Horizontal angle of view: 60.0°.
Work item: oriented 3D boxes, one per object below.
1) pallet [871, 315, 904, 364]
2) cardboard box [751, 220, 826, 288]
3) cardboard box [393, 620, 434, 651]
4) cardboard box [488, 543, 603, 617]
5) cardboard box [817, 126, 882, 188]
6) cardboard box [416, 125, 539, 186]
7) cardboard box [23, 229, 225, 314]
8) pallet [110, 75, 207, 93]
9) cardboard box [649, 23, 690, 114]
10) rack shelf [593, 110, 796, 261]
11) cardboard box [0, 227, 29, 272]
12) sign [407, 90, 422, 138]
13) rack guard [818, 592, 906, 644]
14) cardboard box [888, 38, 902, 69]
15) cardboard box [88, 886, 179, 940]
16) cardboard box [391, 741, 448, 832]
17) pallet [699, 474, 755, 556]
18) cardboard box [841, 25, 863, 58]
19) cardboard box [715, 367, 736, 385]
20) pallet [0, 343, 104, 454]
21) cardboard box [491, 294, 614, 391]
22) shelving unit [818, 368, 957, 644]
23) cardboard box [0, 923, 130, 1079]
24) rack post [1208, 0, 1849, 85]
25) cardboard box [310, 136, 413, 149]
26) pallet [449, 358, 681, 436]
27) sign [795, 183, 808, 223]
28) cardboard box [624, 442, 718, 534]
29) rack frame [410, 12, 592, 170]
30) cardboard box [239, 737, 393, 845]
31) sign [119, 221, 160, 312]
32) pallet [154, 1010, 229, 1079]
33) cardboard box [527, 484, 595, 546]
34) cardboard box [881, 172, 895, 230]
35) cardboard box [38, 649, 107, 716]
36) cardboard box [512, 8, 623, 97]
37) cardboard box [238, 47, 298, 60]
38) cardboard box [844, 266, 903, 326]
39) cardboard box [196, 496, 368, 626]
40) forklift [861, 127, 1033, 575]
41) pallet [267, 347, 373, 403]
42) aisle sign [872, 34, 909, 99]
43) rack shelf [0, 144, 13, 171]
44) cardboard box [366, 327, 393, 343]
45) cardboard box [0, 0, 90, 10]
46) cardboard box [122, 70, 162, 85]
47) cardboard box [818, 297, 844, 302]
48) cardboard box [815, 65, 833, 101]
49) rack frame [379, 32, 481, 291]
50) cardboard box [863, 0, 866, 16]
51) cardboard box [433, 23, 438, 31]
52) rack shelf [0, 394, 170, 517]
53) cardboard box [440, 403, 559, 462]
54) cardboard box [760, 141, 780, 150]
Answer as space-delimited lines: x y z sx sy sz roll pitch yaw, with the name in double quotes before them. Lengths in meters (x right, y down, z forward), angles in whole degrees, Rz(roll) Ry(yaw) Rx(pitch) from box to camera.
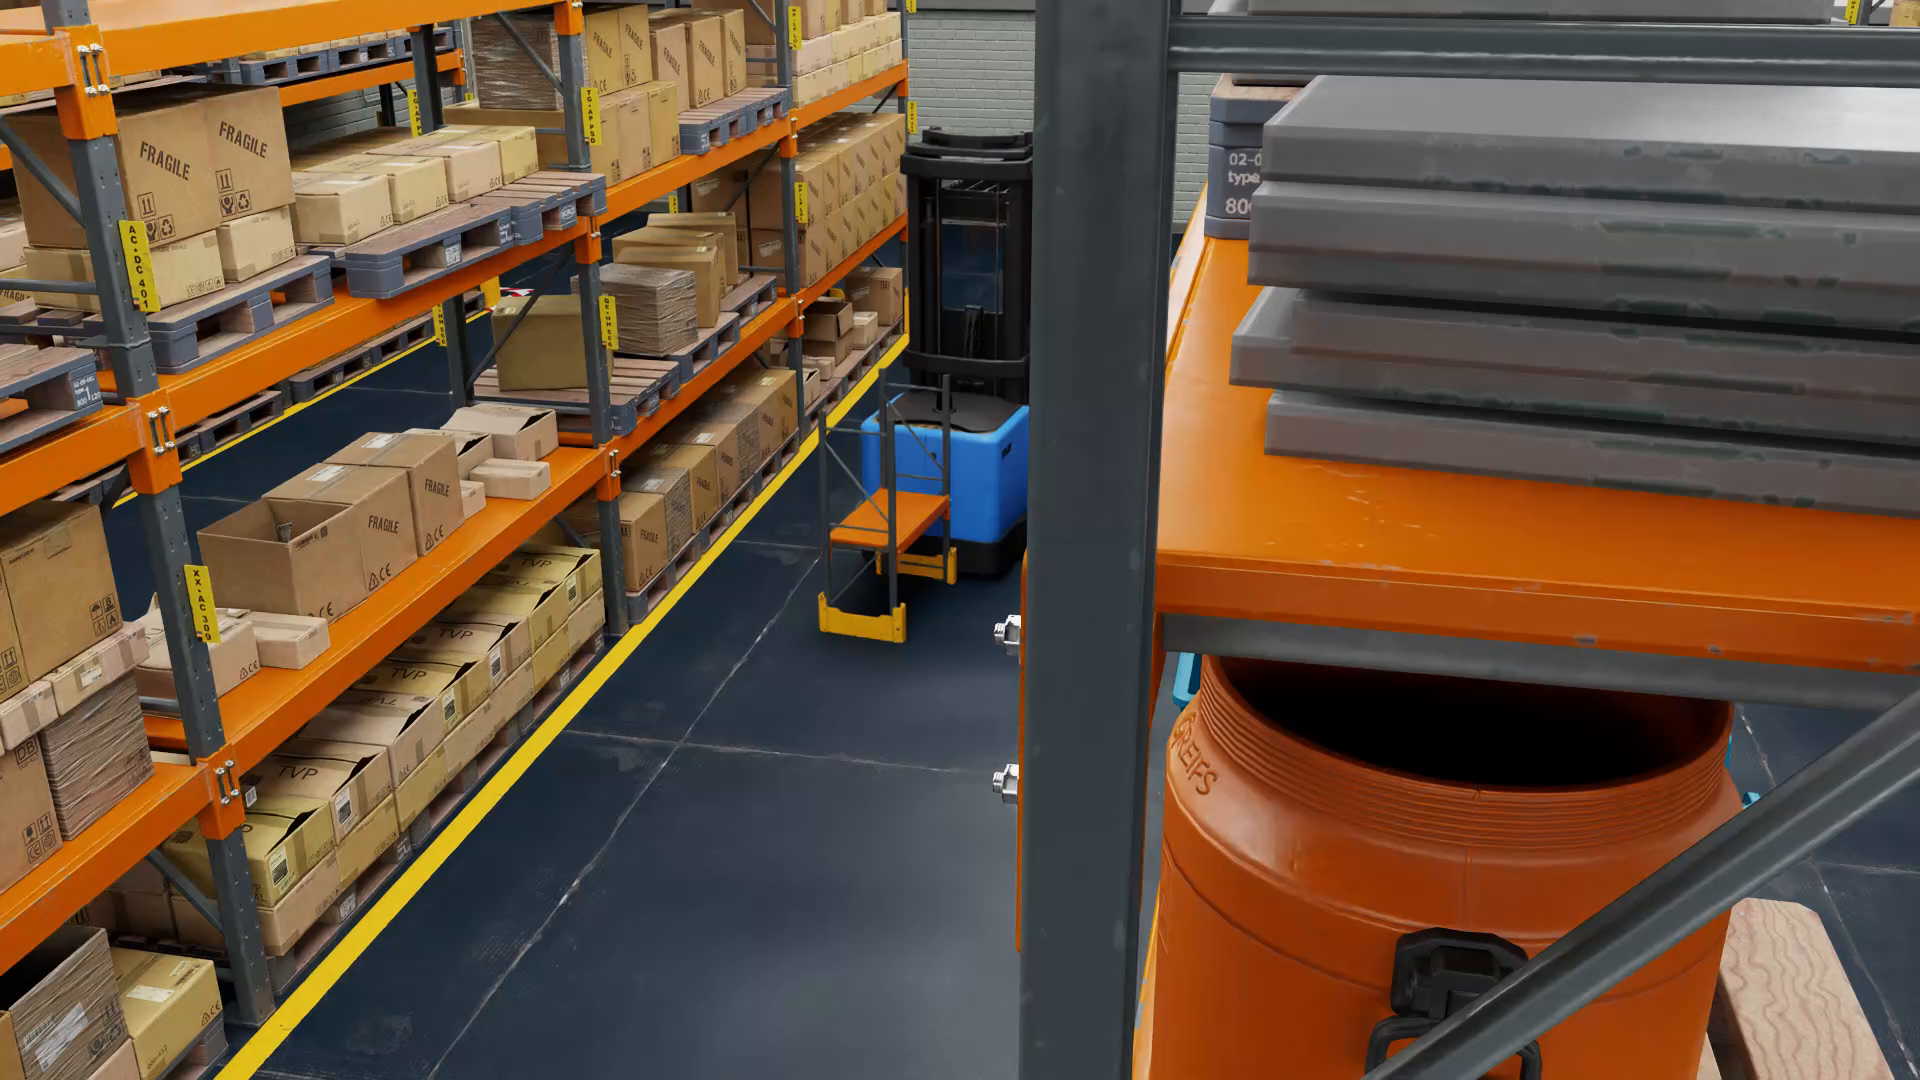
"pallet" -1.211 -2.129 17.357 1.003 0.211 1.213 4 22 11
"cardboard box" -1.479 -2.491 14.389 0.500 0.500 0.500 5 22 12
"cardboard box" -3.266 0.553 9.334 0.500 0.311 0.500 4 22 9
"cardboard box" -2.532 0.215 10.173 0.500 0.311 0.500 5 22 12
"cardboard box" -1.059 -3.693 16.037 0.500 0.500 0.500 5 22 12
"cardboard box" -2.704 -2.162 9.331 0.500 0.250 0.500 3 22 7
"cardboard box" -3.347 -1.094 6.679 0.500 0.250 0.500 7 23 16
"pallet" -6.839 -3.619 13.564 0.805 0.209 1.217 4 22 9
"cardboard box" -2.294 -3.291 11.665 0.600 0.600 0.600 4 22 9
"rack shelf" -2.258 -2.605 11.755 1.077 0.370 4.000 4 22 11
"cardboard box" -7.063 -2.077 11.932 0.500 0.250 0.500 4 22 10
"sign" -3.197 -2.489 9.812 0.100 0.325 0.005 4 22 11
"rack guard" -0.634 0.502 10.771 0.587 0.250 0.087 7 23 18
"cardboard box" -0.881 -4.856 16.580 0.500 0.250 0.500 4 22 11
"cardboard box" -3.682 1.554 7.599 0.500 0.250 0.500 4 22 10
"cardboard box" -2.949 1.222 8.421 0.500 0.250 0.500 4 22 9
"pallet" -2.226 -0.237 12.661 1.003 0.211 1.213 4 22 11
"cardboard box" -1.192 -4.539 15.126 0.500 0.250 0.500 4 22 11
"cardboard box" -2.187 -1.165 13.988 0.500 0.500 0.500 3 22 8
"pallet" -3.631 -0.389 5.409 1.003 0.211 1.213 4 22 11
"cardboard box" -2.648 -1.296 10.860 0.700 0.500 0.500 -3 22 -7
"shelving unit" -0.472 -0.253 10.974 0.587 1.500 1.083 7 23 18
"cardboard box" -3.477 1.748 6.113 0.500 0.500 0.500 4 22 11
"rack post" 0.914 -0.970 2.818 0.937 0.300 0.954 4 22 10
"cardboard box" -6.116 -3.803 17.379 0.980 0.700 0.700 4 22 10
"pallet" -2.597 -0.980 11.029 1.213 0.211 1.003 4 22 11
"sign" -1.306 -2.775 13.679 0.100 0.325 0.005 4 22 11
"cardboard box" -2.085 -0.380 12.039 0.500 0.500 0.500 4 22 10
"rack frame" -2.666 -3.599 9.244 1.000 3.000 0.127 4 22 11
"cardboard box" -3.047 1.153 7.844 0.500 0.311 0.500 4 22 10
"sign" -2.939 -0.979 5.957 0.100 0.325 0.005 4 22 11
"pallet" -3.686 2.228 6.539 1.003 0.211 1.213 4 22 11
"cardboard box" -2.705 -0.220 11.643 0.500 0.500 0.500 5 23 13
"cardboard box" -0.961 -3.414 16.680 0.500 0.500 0.500 5 22 11
"cardboard box" -3.381 0.506 6.081 0.380 0.149 0.250 4 22 10
"cardboard box" -2.467 -3.063 10.457 0.500 0.500 0.500 4 22 11
"cardboard box" -6.301 -4.451 14.879 0.500 0.250 0.500 4 22 11
"cardboard box" -0.904 -2.569 17.473 0.500 0.500 0.500 4 22 11
"cardboard box" -3.202 0.128 7.886 0.500 0.500 0.500 6 23 15
"forklift" 0.256 -1.636 12.493 1.130 2.935 3.031 7 23 18
"pallet" -6.469 -1.634 16.128 1.003 0.211 1.213 4 22 11
"aisle sign" -0.720 -4.949 17.147 0.394 0.787 0.004 4 22 11
"rack shelf" -7.108 -2.981 12.689 1.077 0.370 4.000 4 22 11
"cardboard box" -6.235 -2.327 16.900 0.700 0.500 0.500 5 22 12
"cardboard box" -7.106 -4.130 12.851 0.500 0.250 0.500 4 22 9
"cardboard box" -6.987 -3.983 13.491 0.700 0.500 0.500 3 22 8
"cardboard box" -1.456 -2.496 17.764 0.380 0.149 0.250 4 22 11
"cardboard box" -1.403 -3.942 14.312 0.500 0.250 0.500 4 22 11
"rack frame" -5.884 -4.118 18.563 1.000 3.000 0.127 4 22 11
"cardboard box" -1.308 -5.278 15.956 0.700 0.500 0.500 4 22 11
"cardboard box" -5.774 -5.393 17.219 0.500 0.250 0.500 5 23 13
"rack shelf" -3.891 0.321 4.490 1.077 0.370 4.000 4 22 11
"cardboard box" -2.783 -0.645 10.059 0.500 0.311 0.500 6 23 14
"cardboard box" -1.795 -3.366 15.223 0.500 0.500 0.500 5 22 11
